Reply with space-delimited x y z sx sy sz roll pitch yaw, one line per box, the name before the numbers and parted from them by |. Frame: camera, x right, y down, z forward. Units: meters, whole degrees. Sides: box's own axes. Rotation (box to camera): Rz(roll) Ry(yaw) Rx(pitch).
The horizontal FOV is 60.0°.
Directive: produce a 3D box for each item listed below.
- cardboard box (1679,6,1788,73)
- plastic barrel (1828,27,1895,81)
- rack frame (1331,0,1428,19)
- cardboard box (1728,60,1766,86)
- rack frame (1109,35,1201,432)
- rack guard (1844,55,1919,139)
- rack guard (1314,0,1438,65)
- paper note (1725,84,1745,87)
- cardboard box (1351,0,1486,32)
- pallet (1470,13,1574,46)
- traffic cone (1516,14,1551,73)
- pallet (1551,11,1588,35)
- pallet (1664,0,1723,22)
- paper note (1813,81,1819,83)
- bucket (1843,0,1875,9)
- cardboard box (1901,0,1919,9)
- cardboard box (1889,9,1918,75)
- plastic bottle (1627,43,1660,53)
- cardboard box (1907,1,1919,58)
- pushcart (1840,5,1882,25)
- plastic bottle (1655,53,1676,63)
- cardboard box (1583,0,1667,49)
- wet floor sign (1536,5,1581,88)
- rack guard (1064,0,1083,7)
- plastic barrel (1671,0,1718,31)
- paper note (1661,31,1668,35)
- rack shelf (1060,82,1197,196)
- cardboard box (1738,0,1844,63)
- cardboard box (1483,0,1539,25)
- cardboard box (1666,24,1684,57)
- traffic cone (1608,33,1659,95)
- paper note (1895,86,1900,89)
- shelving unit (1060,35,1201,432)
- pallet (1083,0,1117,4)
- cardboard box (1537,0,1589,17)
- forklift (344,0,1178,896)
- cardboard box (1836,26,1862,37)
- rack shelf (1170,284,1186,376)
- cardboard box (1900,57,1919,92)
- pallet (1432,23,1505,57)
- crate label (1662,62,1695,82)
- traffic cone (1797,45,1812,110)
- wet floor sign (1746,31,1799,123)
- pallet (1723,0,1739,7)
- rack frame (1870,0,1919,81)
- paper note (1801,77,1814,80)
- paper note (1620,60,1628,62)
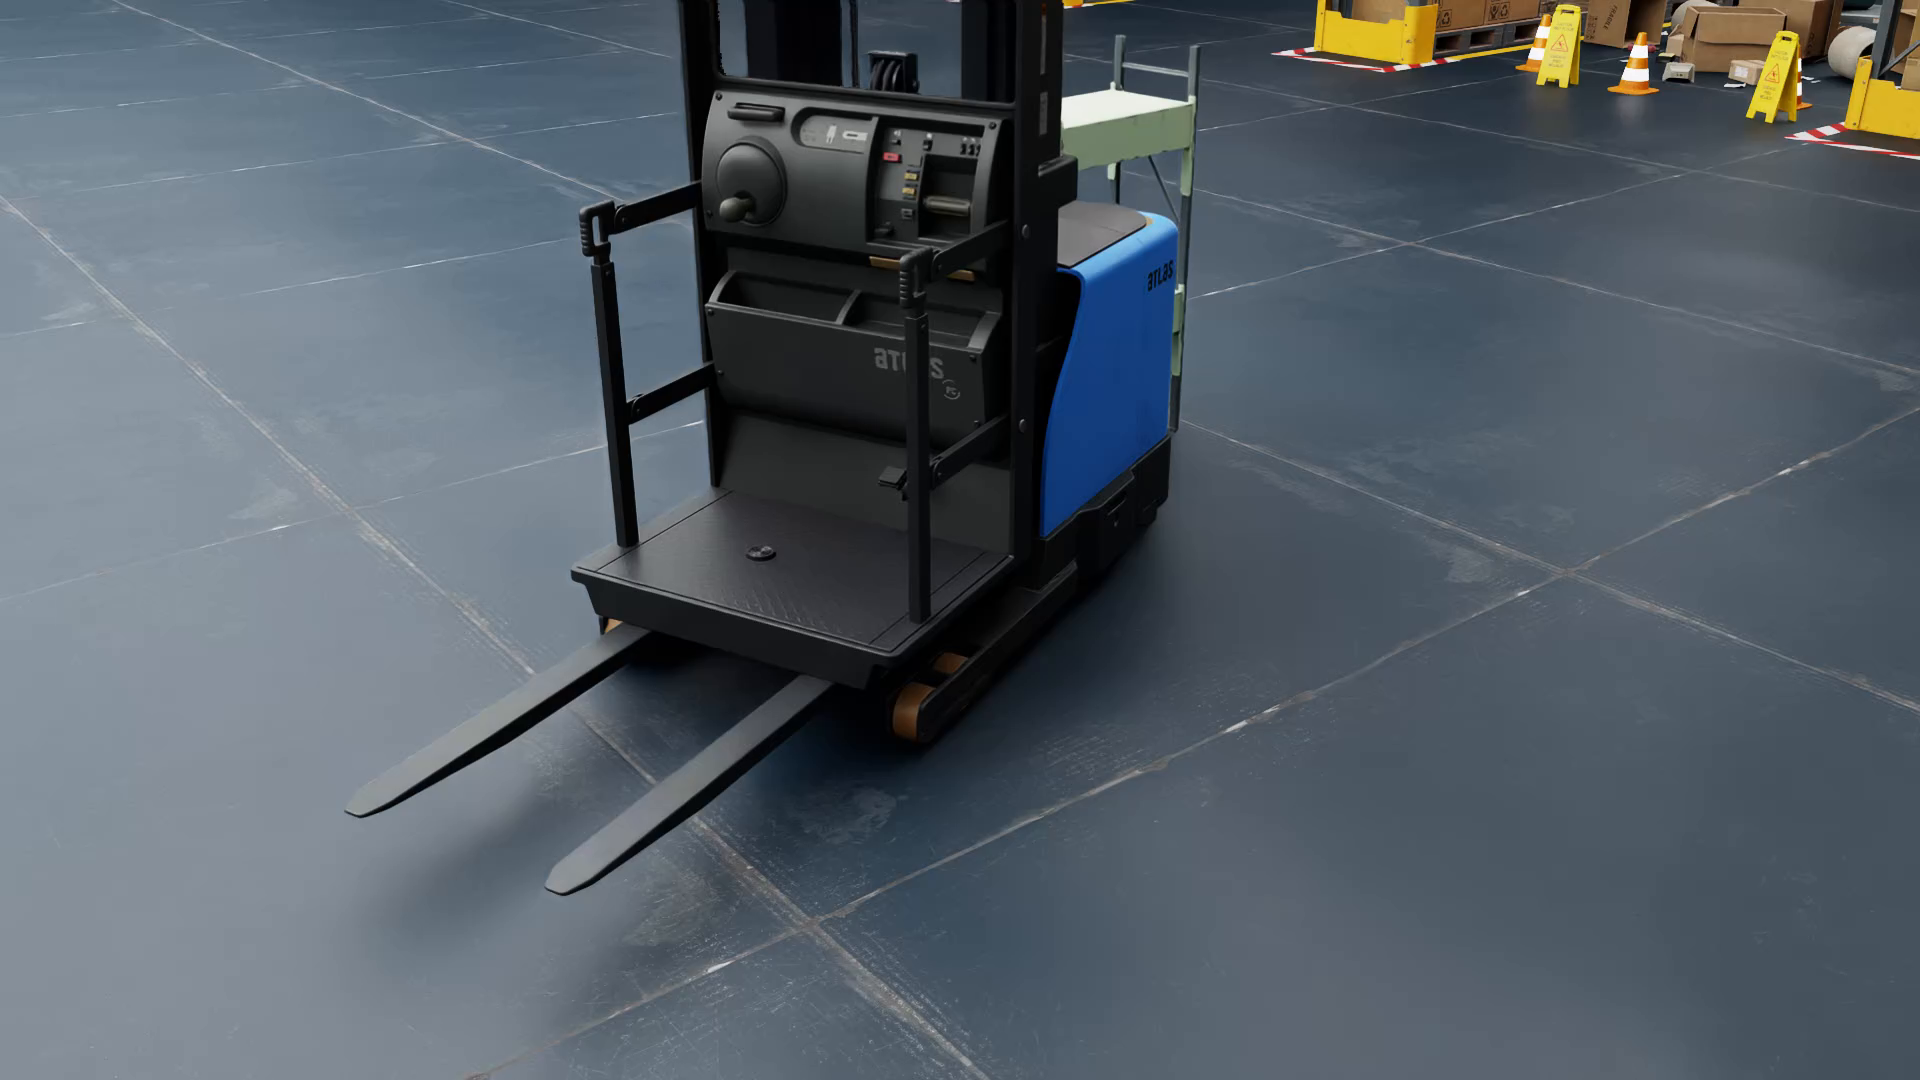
cardboard box | 6.797 -4.418 14.672 0.797 0.503 0.637 5 25 11
plastic barrel | 7.668 -4.125 14.135 0.421 0.421 0.512 1 25 2
rack frame | 3.843 -5.869 14.833 0.127 3.000 1.000 -18 31 -34
cardboard box | 6.761 -3.972 14.131 0.250 0.149 0.380 -3 25 -7
rack frame | 0.735 -1.180 6.511 0.023 1.500 0.400 -22 32 -38
rack guard | 7.036 -3.141 11.925 0.348 0.500 1.175 -18 31 -34
rack guard | 3.824 -4.729 15.346 0.348 0.500 1.175 -18 31 -34
paper note | 6.492 -3.814 13.931 0.148 0.019 0.142 15 29 29
cardboard box | 4.336 -5.294 15.618 0.875 0.875 0.875 -18 30 -34
pallet | 5.383 -5.153 16.602 1.213 0.211 1.003 -18 31 -34
traffic cone | 5.137 -4.386 14.651 0.334 0.463 0.336 -18 31 -34
pallet | 6.344 -5.472 17.289 1.213 0.211 1.003 -18 31 -34
pallet | 7.551 -5.869 18.144 1.213 0.211 1.003 -18 31 -34
paper note | 7.278 -3.898 14.136 0.123 0.001 0.032 -18 31 -34
bucket | 8.306 -5.314 15.719 0.620 0.611 0.726 2 23 -21
cardboard box | 9.002 -5.086 15.216 0.500 0.500 0.500 -18 31 -34
cardboard box | 8.442 -4.334 14.492 0.500 0.500 0.500 1 25 2
plastic bottle | 6.452 -4.636 15.667 0.283 0.061 0.133 15 29 29
cardboard box | 7.446 -3.833 12.323 0.500 0.500 0.500 -18 30 -34
pushcart | 8.678 -4.847 15.746 1.648 0.377 0.936 15 29 29
plastic bottle | 6.435 -4.396 15.149 0.133 0.061 0.283 15 29 29
cardboard box | 6.402 -5.032 15.996 0.500 0.500 0.500 -13 28 -25
wet floor sign | 5.042 -4.138 13.899 0.267 0.644 0.232 21 32 37
rack guard | 0.921 -6.424 18.999 0.348 0.500 1.175 -18 31 -34
plastic barrel | 7.044 -4.937 15.884 0.421 0.421 0.512 1 25 2
paper note | 7.020 -5.087 16.674 0.147 0.020 0.142 5 25 11
rack shelf | 0.468 -1.428 6.119 0.720 0.370 0.431 -22 32 -38
cardboard box | 7.527 -4.725 15.173 0.503 0.637 0.797 -18 31 -34
cardboard box | 5.027 -5.523 16.112 0.875 0.875 0.875 -19 31 -35
cardboard box | 6.774 -4.611 15.371 0.258 0.266 0.396 -13 28 -25
traffic cone | 5.567 -3.923 13.654 0.334 0.463 0.336 -18 31 -34
paper note | 7.780 -3.781 13.860 0.142 0.019 0.148 15 29 29
shelving unit | 0.468 -1.074 6.283 0.755 1.500 0.431 -22 32 -38
pallet | 1.583 -6.493 19.489 1.213 0.211 1.003 -18 31 -34
cardboard box | 5.745 -5.759 16.621 0.875 0.875 0.875 -18 30 -34
forklift | -0.413 -0.990 4.402 1.130 2.935 3.031 13 28 26
cardboard box | 8.159 -4.554 15.247 0.258 0.266 0.396 5 25 11
rack shelf | 0.468 -0.779 6.421 0.720 0.370 0.431 -22 32 -38
cardboard box | 7.466 -3.504 12.504 0.500 0.250 0.500 -18 31 -34
pallet | 4.424 -4.838 15.923 1.213 0.211 1.003 -18 31 -34
crate label | 6.147 -4.000 14.207 0.250 0.136 0.298 10 27 20
traffic cone | 6.519 -3.644 13.052 0.334 0.463 0.336 -18 31 -34
wet floor sign | 6.167 -3.493 12.509 0.232 0.644 0.267 -8 26 -16
pallet | 8.512 -6.187 18.831 1.213 0.211 1.003 -18 31 -34
rack frame | 6.977 -4.255 11.356 0.127 3.000 1.000 -18 31 -34
paper note | 7.253 -3.979 14.302 0.142 0.019 0.148 -8 26 -16
paper note | 6.091 -4.356 15.101 0.142 0.017 0.144 -8 26 -16
